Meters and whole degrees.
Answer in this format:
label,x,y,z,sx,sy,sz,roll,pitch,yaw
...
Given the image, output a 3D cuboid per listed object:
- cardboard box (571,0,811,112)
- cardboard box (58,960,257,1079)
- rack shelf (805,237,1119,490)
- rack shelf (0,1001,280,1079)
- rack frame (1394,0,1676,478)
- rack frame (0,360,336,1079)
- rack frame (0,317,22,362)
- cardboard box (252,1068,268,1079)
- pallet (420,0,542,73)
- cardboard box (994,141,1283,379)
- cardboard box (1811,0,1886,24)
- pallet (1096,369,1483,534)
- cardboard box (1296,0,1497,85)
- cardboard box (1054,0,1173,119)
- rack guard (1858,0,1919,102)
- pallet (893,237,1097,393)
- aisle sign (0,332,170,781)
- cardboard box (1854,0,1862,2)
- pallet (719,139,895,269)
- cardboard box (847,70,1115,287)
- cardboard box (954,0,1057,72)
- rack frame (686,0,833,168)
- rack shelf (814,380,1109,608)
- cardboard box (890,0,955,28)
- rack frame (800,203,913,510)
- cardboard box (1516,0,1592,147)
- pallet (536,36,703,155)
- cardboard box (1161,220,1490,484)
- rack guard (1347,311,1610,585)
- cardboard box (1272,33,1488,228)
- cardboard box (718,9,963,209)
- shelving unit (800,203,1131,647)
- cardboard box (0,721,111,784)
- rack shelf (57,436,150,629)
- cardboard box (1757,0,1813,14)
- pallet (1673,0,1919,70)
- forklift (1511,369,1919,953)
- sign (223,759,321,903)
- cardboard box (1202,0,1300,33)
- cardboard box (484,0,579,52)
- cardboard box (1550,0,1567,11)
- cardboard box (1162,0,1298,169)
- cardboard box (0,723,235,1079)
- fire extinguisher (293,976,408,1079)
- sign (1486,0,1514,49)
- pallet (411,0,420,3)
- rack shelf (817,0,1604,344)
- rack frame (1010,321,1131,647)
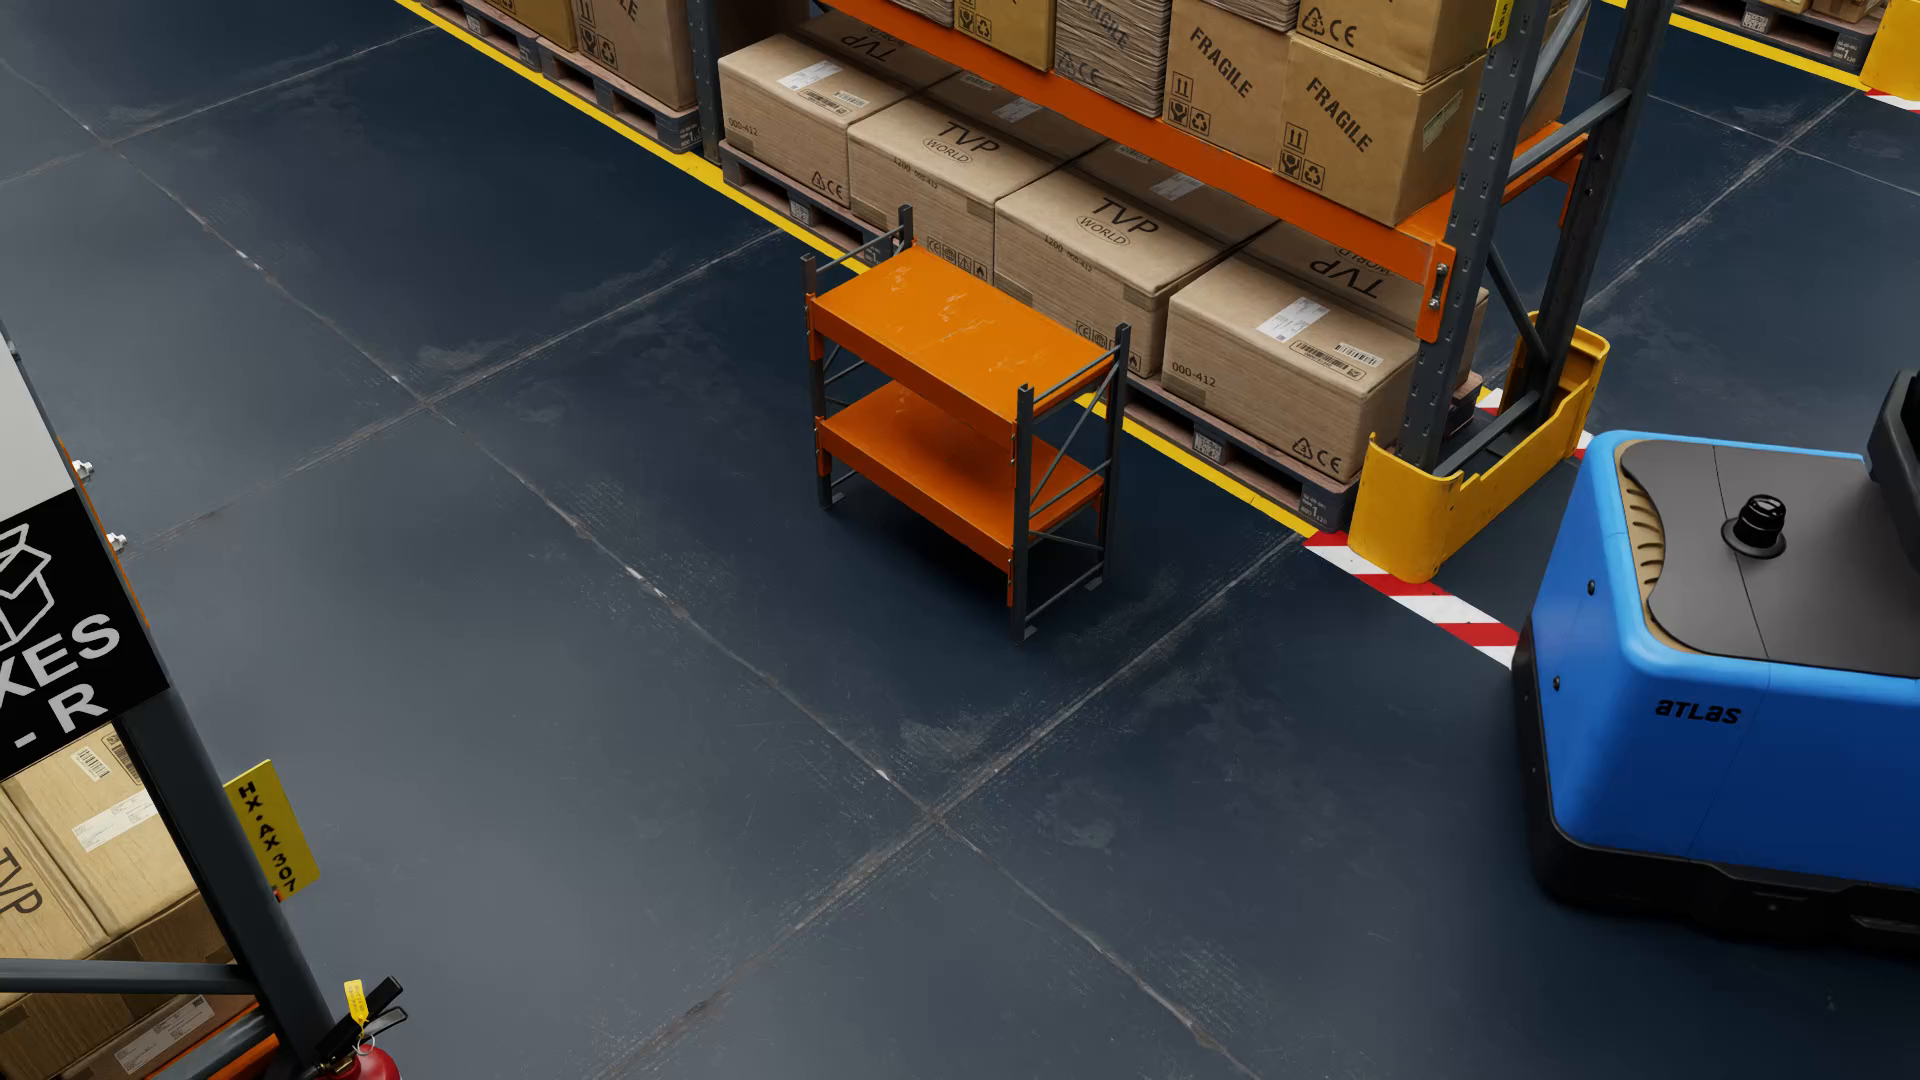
label,x,y,z,sx,sy,sz,roll,pitch,yaw
cardboard box,-1.376,-2.850,8.381,0.875,0.875,0.875,-32,52,-30
cardboard box,-1.606,0.889,3.263,0.250,0.149,0.380,34,52,31
rack shelf,0.005,-0.625,5.666,0.538,0.278,1.000,-34,53,-31
rack shelf,-2.981,0.389,4.149,1.077,0.370,4.000,-34,53,-31
rack frame,1.943,-1.295,5.441,1.000,3.000,0.127,-34,53,-31
rack frame,-1.569,1.086,2.865,1.000,3.000,0.127,-34,53,-31
rack frame,-1.569,-1.117,0.829,1.000,3.000,0.127,-34,53,-31
cardboard box,-1.933,1.509,3.937,0.637,0.503,0.797,32,52,30
pallet,-2.346,-3.114,9.464,1.003,0.211,1.213,-34,53,-31
cardboard box,0.754,-1.213,6.931,0.875,0.438,0.875,-33,52,-30
cardboard box,4.857,-2.976,9.052,0.380,0.149,0.250,-33,52,-31
pallet,1.323,-0.617,6.763,1.003,0.211,1.213,-34,53,-31
cardboard box,1.434,-1.816,5.195,0.500,0.500,0.500,-32,52,-30
cardboard box,0.701,-1.927,6.052,0.500,0.500,0.500,-33,52,-30
rack guard,5.323,-2.834,8.949,1.175,0.500,0.348,-34,53,-31
pallet,0.466,-1.204,7.397,1.003,0.211,1.213,-34,53,-31
aisle sign,-1.312,0.023,2.099,0.394,0.787,0.004,-34,53,-31
cardboard box,4.802,-3.049,8.912,0.250,0.149,0.380,33,52,30
pallet,-0.400,-1.790,8.031,1.003,0.211,1.213,-34,53,-31
cardboard box,0.118,-1.647,7.401,0.875,0.438,0.875,33,52,30
cardboard box,0.327,-2.169,6.314,0.500,0.500,0.500,-33,52,-30
rack frame,-0.882,-3.217,7.521,1.000,3.000,0.127,-34,53,-31
rack shelf,0.005,-0.230,6.031,0.538,0.278,1.000,-34,53,-31
cardboard box,-0.037,-2.417,6.582,0.500,0.500,0.500,-34,52,-31
rack frame,-0.354,-0.654,6.129,0.500,1.125,0.032,-34,53,-31
cardboard box,1.807,-1.700,5.806,0.500,0.500,0.500,34,52,31
pallet,-1.480,-2.527,8.830,1.003,0.211,1.213,-34,53,-31
cardboard box,1.406,-0.777,6.459,0.875,0.438,0.875,32,52,30
rack guard,1.960,-0.365,6.277,1.175,0.500,0.348,-34,53,-31
cardboard box,1.415,-1.437,5.521,0.500,0.500,0.500,-34,52,-31
cardboard box,-0.514,-2.077,7.866,0.875,0.438,0.875,33,52,31
shelving unit,0.005,-0.410,5.865,0.538,1.125,1.048,-34,53,-31
cardboard box,-2.054,0.442,3.452,0.500,0.250,0.500,-34,52,-31
rack shelf,-2.981,-0.713,3.131,1.077,0.370,4.000,-34,53,-31
cardboard box,4.604,-3.051,9.133,0.380,0.149,0.250,-32,52,-30
pallet,4.774,-3.136,9.488,1.003,0.211,1.213,-34,53,-31
forklift,3.307,-0.143,4.245,3.031,2.935,1.130,7,43,7
sign,-1.185,0.508,2.852,0.100,0.325,0.005,-34,53,-31
cardboard box,1.044,-2.053,5.452,0.500,0.500,0.500,-34,52,-31
cardboard box,-2.020,-3.281,8.846,0.875,0.875,0.875,-33,52,-30
cardboard box,1.806,-2.066,5.465,0.500,0.500,0.500,33,52,31
cardboard box,1.071,-1.685,5.789,0.500,0.500,0.500,33,52,31
cardboard box,-1.698,0.685,3.190,0.500,0.250,0.500,-34,52,-31
fire extinguisher,-1.137,1.100,3.181,0.296,0.674,0.183,-34,53,-31
sign,1.549,-1.554,4.694,0.100,0.325,0.005,-34,53,-31
pallet,-3.203,-3.700,10.098,1.003,0.211,1.213,-34,53,-31
rack shelf,0.531,-1.992,6.725,1.077,0.370,4.000,-34,53,-31
rack frame,0.364,-0.166,5.600,0.500,1.125,0.032,-34,53,-31
